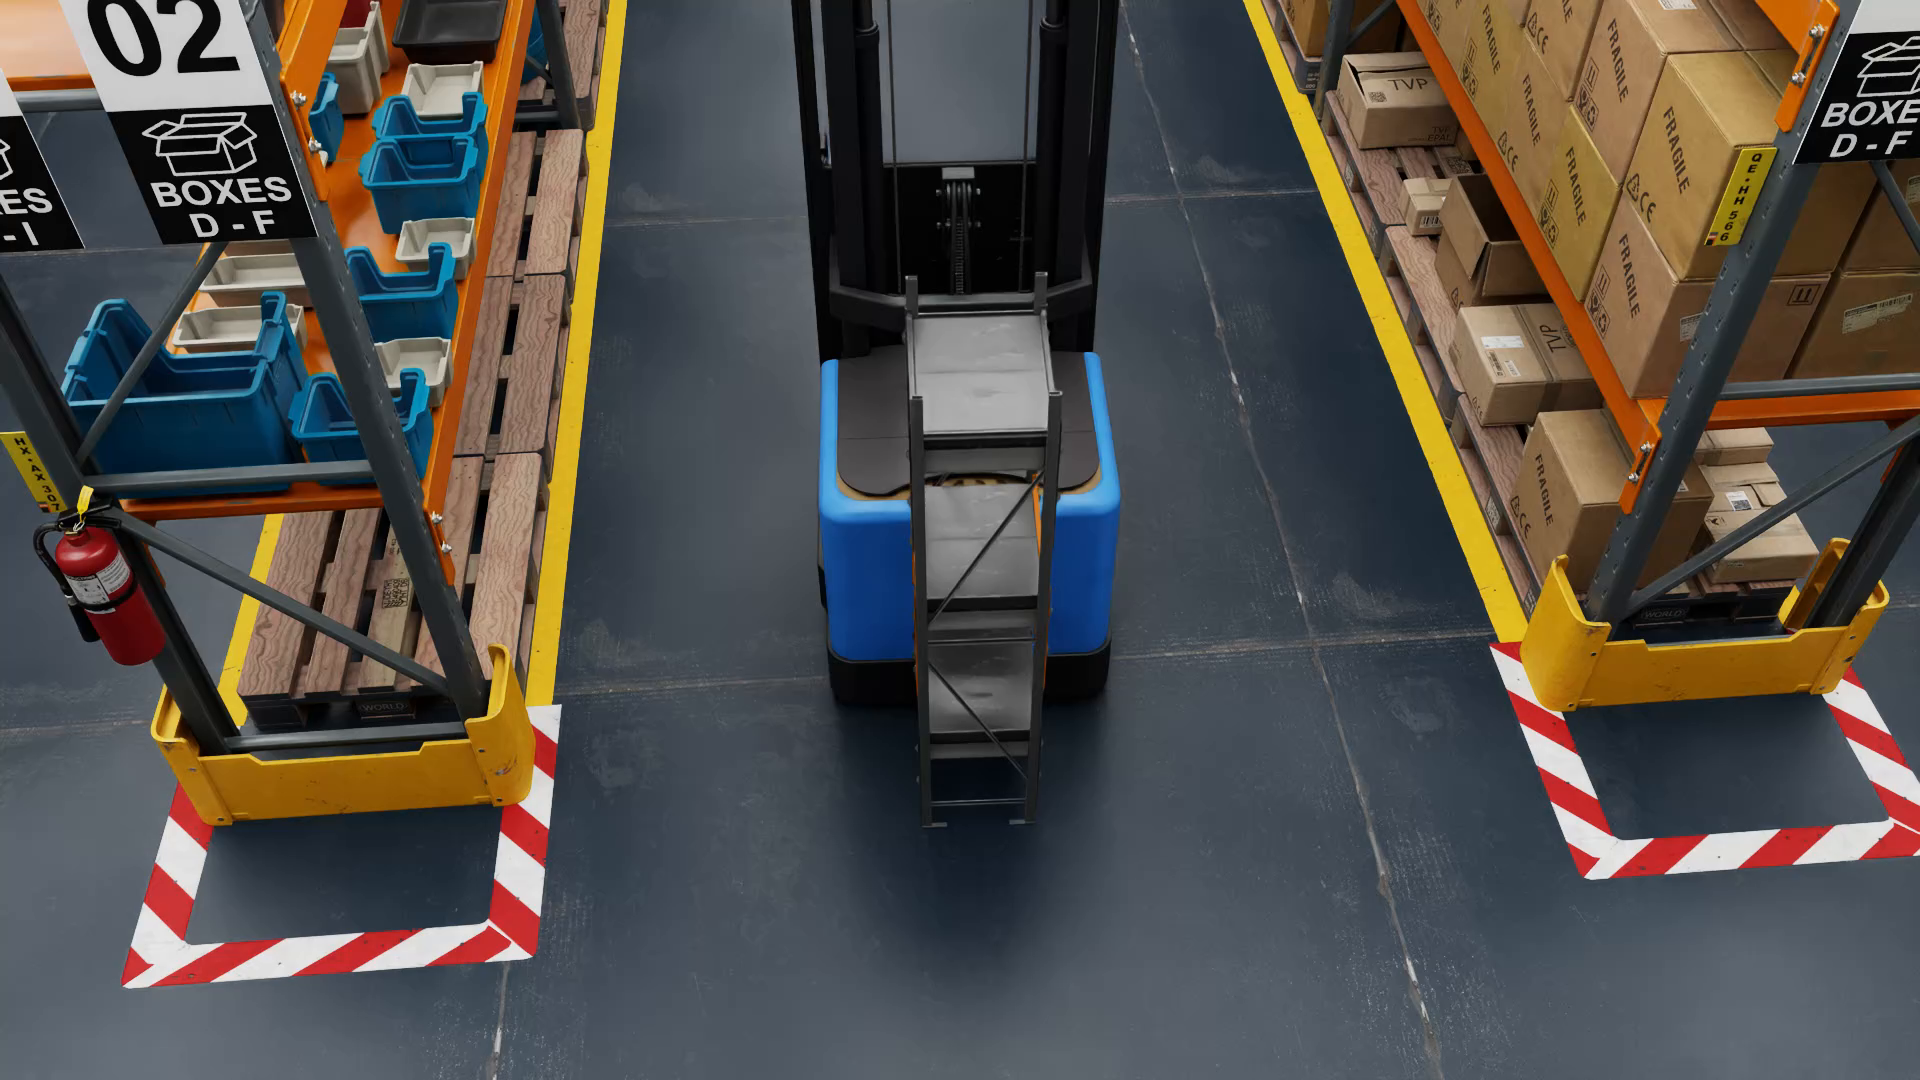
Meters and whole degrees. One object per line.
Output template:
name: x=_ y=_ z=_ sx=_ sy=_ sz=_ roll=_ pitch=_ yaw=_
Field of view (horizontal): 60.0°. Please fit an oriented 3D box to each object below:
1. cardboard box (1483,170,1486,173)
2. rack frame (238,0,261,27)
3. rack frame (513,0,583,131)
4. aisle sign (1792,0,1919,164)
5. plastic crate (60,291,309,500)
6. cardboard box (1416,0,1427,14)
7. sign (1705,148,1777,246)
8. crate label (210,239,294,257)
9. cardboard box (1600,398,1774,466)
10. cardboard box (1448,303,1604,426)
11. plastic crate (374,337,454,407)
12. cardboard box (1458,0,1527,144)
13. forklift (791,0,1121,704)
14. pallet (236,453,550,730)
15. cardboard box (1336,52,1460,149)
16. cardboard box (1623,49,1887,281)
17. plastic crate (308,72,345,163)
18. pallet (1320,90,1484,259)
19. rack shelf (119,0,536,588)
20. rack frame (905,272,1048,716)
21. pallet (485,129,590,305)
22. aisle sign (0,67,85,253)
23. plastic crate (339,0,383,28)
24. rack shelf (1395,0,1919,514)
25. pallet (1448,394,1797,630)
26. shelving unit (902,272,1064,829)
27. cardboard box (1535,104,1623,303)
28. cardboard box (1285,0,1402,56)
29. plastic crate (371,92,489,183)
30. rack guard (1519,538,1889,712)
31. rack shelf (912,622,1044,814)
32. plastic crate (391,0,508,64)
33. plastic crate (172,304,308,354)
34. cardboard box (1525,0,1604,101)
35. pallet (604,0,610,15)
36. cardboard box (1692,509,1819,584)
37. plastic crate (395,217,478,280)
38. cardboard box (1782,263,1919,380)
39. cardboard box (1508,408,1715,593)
cardboard box: x=2.830 y=-1.668 z=7.949 sx=0.500 sy=0.311 sz=0.500 roll=-3 pitch=47 yaw=-3
rack frame: x=-2.164 y=-2.249 z=2.819 sx=1.000 sy=3.000 sz=0.127 roll=-3 pitch=47 yaw=-3
rack frame: x=-2.499 y=-3.080 z=7.738 sx=1.000 sy=3.000 sz=0.127 roll=-3 pitch=47 yaw=-3
aisle sign: x=2.472 y=-1.310 z=4.271 sx=0.394 sy=0.787 sz=0.004 roll=-3 pitch=47 yaw=-3
plastic crate: x=-2.379 y=-0.450 z=5.181 sx=0.616 sy=0.435 sz=0.499 roll=-3 pitch=47 yaw=-3
cardboard box: x=2.254 y=-2.657 z=7.268 sx=0.500 sy=0.500 sz=0.500 roll=-3 pitch=47 yaw=-3
sign: x=2.217 y=-0.972 z=4.726 sx=0.100 sy=0.325 sz=0.005 roll=-3 pitch=47 yaw=-3
crate label: x=-2.471 y=-1.106 z=6.008 sx=0.396 sy=0.136 sz=0.243 roll=-3 pitch=47 yaw=-3
cardboard box: x=2.967 y=-0.463 z=6.849 sx=0.500 sy=0.250 sz=0.500 roll=-3 pitch=47 yaw=-3
cardboard box: x=2.431 y=-0.758 z=7.129 sx=0.500 sy=0.250 sz=0.500 roll=-3 pitch=47 yaw=-3
plastic crate: x=-1.801 y=-0.552 z=5.483 sx=0.250 sy=0.136 sz=0.298 roll=-3 pitch=47 yaw=-3
cardboard box: x=2.338 y=-1.927 z=6.577 sx=0.500 sy=0.500 sz=0.500 roll=-4 pitch=47 yaw=-4
forklift: x=-0.028 y=-1.459 z=6.250 sx=1.130 sy=2.935 sz=3.031 roll=-2 pitch=47 yaw=-2
pallet: x=-2.195 y=0.174 z=6.577 sx=1.003 sy=0.211 sz=1.213 roll=-3 pitch=47 yaw=-3
cardboard box: x=2.257 y=-2.288 z=8.537 sx=0.500 sy=0.311 sz=0.500 roll=-3 pitch=47 yaw=-3
cardboard box: x=2.461 y=-1.168 z=5.169 sx=0.500 sy=0.500 sz=0.500 roll=-4 pitch=47 yaw=-4
plastic crate: x=-2.592 y=-1.619 z=6.428 sx=0.416 sy=0.233 sz=0.300 roll=-3 pitch=47 yaw=-3
pallet: x=2.494 y=-1.923 z=8.562 sx=1.003 sy=0.211 sz=1.213 roll=-3 pitch=47 yaw=-3
rack shelf: x=-2.332 y=-1.386 z=6.628 sx=1.077 sy=0.370 sz=4.000 roll=-3 pitch=47 yaw=-3
rack frame: x=0.045 y=-0.047 z=5.463 sx=0.400 sy=2.100 sz=0.015 roll=-2 pitch=48 yaw=-2
pallet: x=-2.399 y=-1.592 z=8.249 sx=1.003 sy=0.211 sz=1.213 roll=-3 pitch=47 yaw=-3
aisle sign: x=-2.450 y=-1.010 z=3.987 sx=0.394 sy=0.787 sz=0.004 roll=-3 pitch=47 yaw=-3
plastic crate: x=-2.674 y=-2.462 z=7.066 sx=0.402 sy=0.464 sz=0.583 roll=-3 pitch=47 yaw=-3
rack shelf: x=2.604 y=-1.684 z=6.911 sx=1.077 sy=0.370 sz=4.000 roll=-3 pitch=47 yaw=-3
pallet: x=2.698 y=-0.157 z=6.890 sx=1.003 sy=0.211 sz=1.213 roll=-3 pitch=47 yaw=-3
shelving unit: x=0.056 y=0.135 z=5.301 sx=0.431 sy=2.100 sz=0.503 roll=-2 pitch=48 yaw=-2
cardboard box: x=2.416 y=-1.201 z=5.890 sx=0.500 sy=0.500 sz=0.500 roll=-3 pitch=47 yaw=-3
cardboard box: x=2.110 y=-3.010 z=9.090 sx=0.500 sy=0.500 sz=0.500 roll=-4 pitch=47 yaw=-4
plastic crate: x=-1.992 y=-1.518 z=6.332 sx=0.416 sy=0.233 sz=0.300 roll=-3 pitch=47 yaw=-3
rack guard: x=2.766 y=0.320 z=6.239 sx=1.175 sy=0.500 sz=0.348 roll=-3 pitch=47 yaw=-3
rack shelf: x=0.055 y=0.609 z=5.835 sx=0.431 sy=0.518 sz=0.480 roll=-2 pitch=48 yaw=-2
plastic crate: x=-2.138 y=-2.213 z=7.064 sx=0.437 sy=0.125 sz=0.590 roll=-3 pitch=47 yaw=-3
plastic crate: x=-2.413 y=-0.695 z=5.619 sx=0.396 sy=0.136 sz=0.243 roll=-3 pitch=47 yaw=-3
cardboard box: x=2.369 y=-1.908 z=5.870 sx=0.500 sy=0.500 sz=0.500 roll=-2 pitch=47 yaw=-2
pallet: x=-2.628 y=-3.567 z=10.119 sx=1.003 sy=0.211 sz=1.213 roll=-3 pitch=47 yaw=-3
cardboard box: x=3.079 y=0.021 z=6.461 sx=0.380 sy=0.149 sz=0.250 roll=-3 pitch=47 yaw=-3
plastic crate: x=-1.858 y=-1.043 z=5.948 sx=0.250 sy=0.136 sz=0.298 roll=-3 pitch=47 yaw=-3
cardboard box: x=2.997 y=-0.856 z=5.562 sx=0.500 sy=0.500 sz=0.500 roll=-3 pitch=47 yaw=-2
cardboard box: x=2.481 y=-0.155 z=6.386 sx=0.500 sy=0.500 sz=0.500 roll=-3 pitch=47 yaw=-3
